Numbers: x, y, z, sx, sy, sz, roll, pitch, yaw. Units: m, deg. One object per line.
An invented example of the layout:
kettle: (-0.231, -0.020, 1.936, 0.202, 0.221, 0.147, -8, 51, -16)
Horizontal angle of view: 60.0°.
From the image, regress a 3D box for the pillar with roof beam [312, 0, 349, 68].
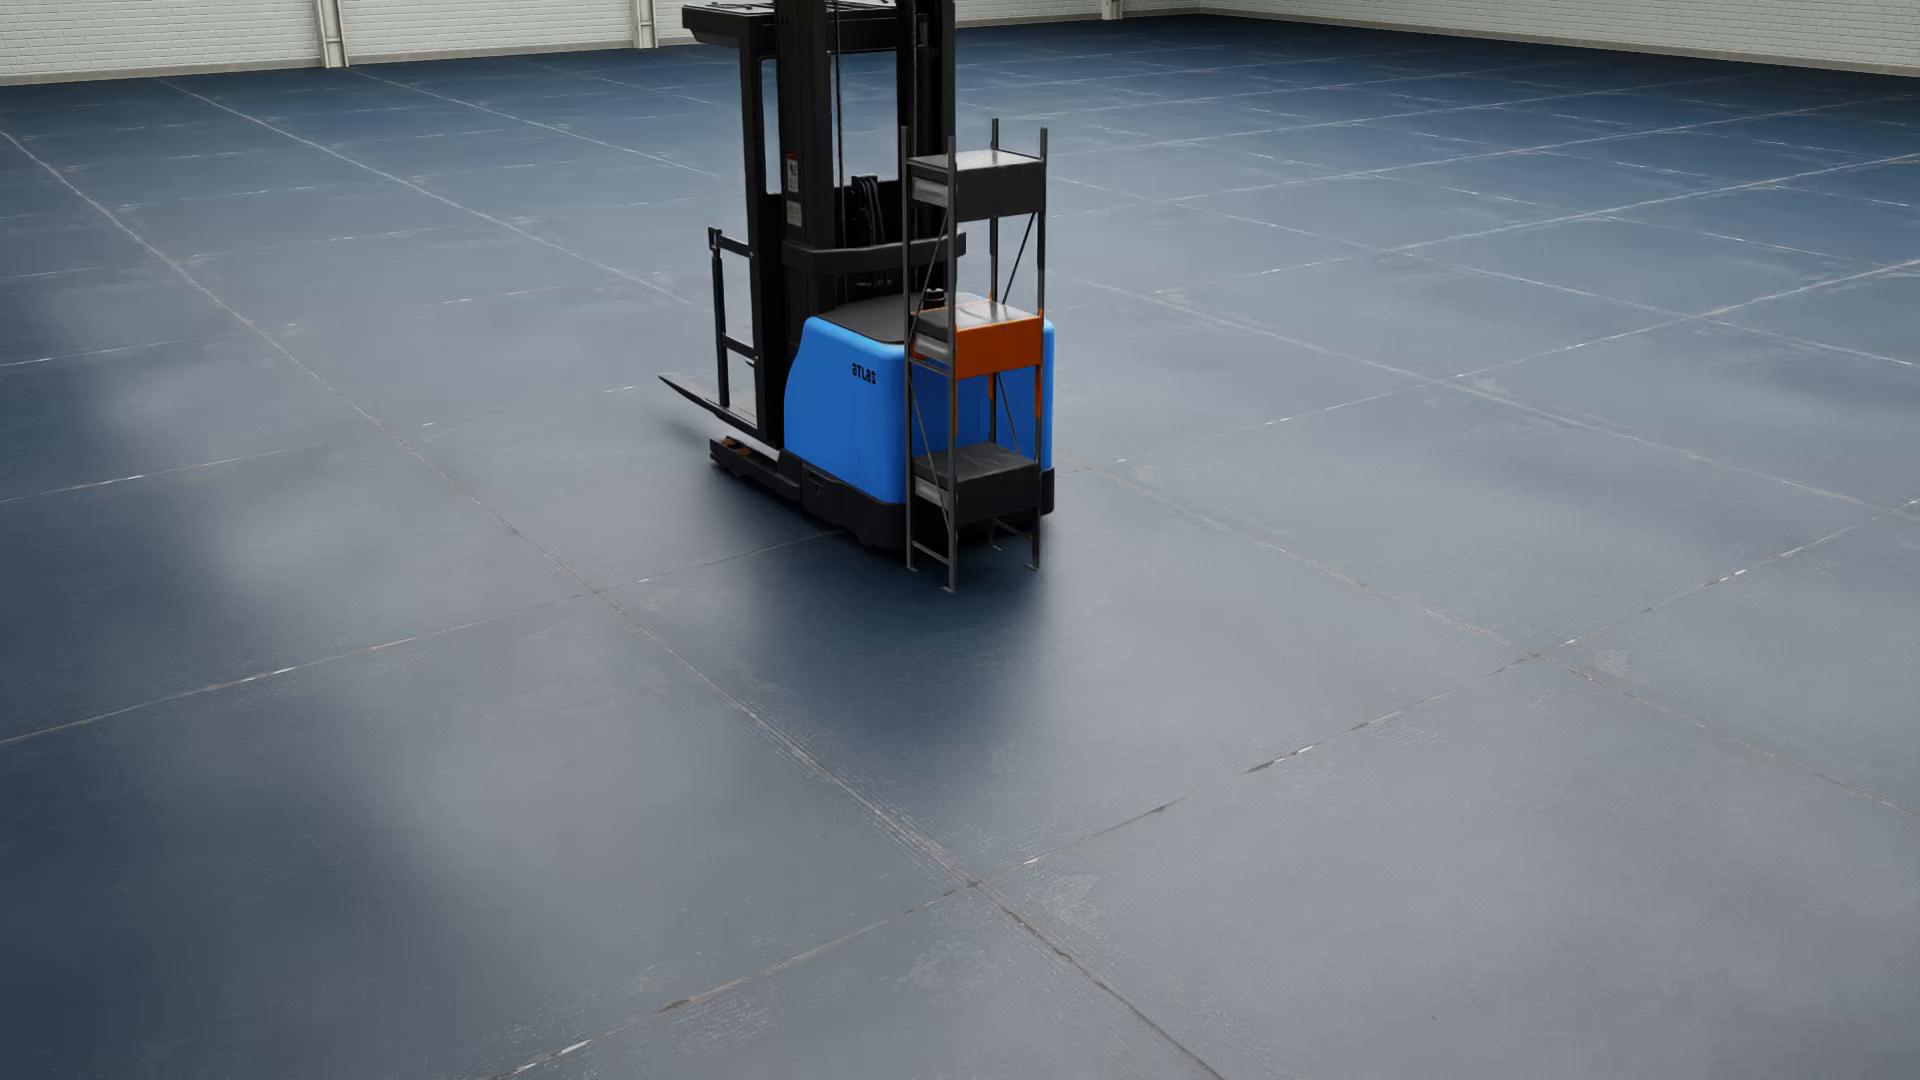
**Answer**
pillar with roof beam: (-8.528, -11.252, 24.468, 0.400, 9.000, 9.100, -15, 26, -33)

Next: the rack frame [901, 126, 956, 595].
rack frame: (-0.138, -0.780, 7.535, 0.015, 2.100, 0.400, -14, 26, -32)

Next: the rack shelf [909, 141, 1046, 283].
rack shelf: (0.063, -1.469, 7.409, 0.480, 0.518, 0.431, -14, 26, -32)

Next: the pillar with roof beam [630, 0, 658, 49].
pillar with roof beam: (-3.657, -12.550, 27.722, 0.400, 9.000, 9.100, -15, 26, -33)

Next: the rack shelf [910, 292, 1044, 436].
rack shelf: (0.063, -0.819, 7.668, 0.480, 0.518, 0.431, -14, 26, -32)

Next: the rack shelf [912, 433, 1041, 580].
rack shelf: (0.063, -0.169, 7.928, 0.480, 0.518, 0.431, -14, 26, -32)

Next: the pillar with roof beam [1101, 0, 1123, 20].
pillar with roof beam: (6.084, -15.148, 34.231, 0.400, 9.000, 9.100, -15, 26, -33)

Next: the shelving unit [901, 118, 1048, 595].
shelving unit: (0.063, -0.831, 7.663, 0.503, 2.100, 0.431, -14, 26, -32)

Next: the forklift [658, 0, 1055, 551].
forklift: (-0.760, -1.800, 8.968, 1.130, 2.935, 3.031, -14, 26, -32)

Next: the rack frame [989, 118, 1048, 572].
rack frame: (0.264, -0.883, 7.791, 0.015, 2.100, 0.400, -14, 26, -32)
